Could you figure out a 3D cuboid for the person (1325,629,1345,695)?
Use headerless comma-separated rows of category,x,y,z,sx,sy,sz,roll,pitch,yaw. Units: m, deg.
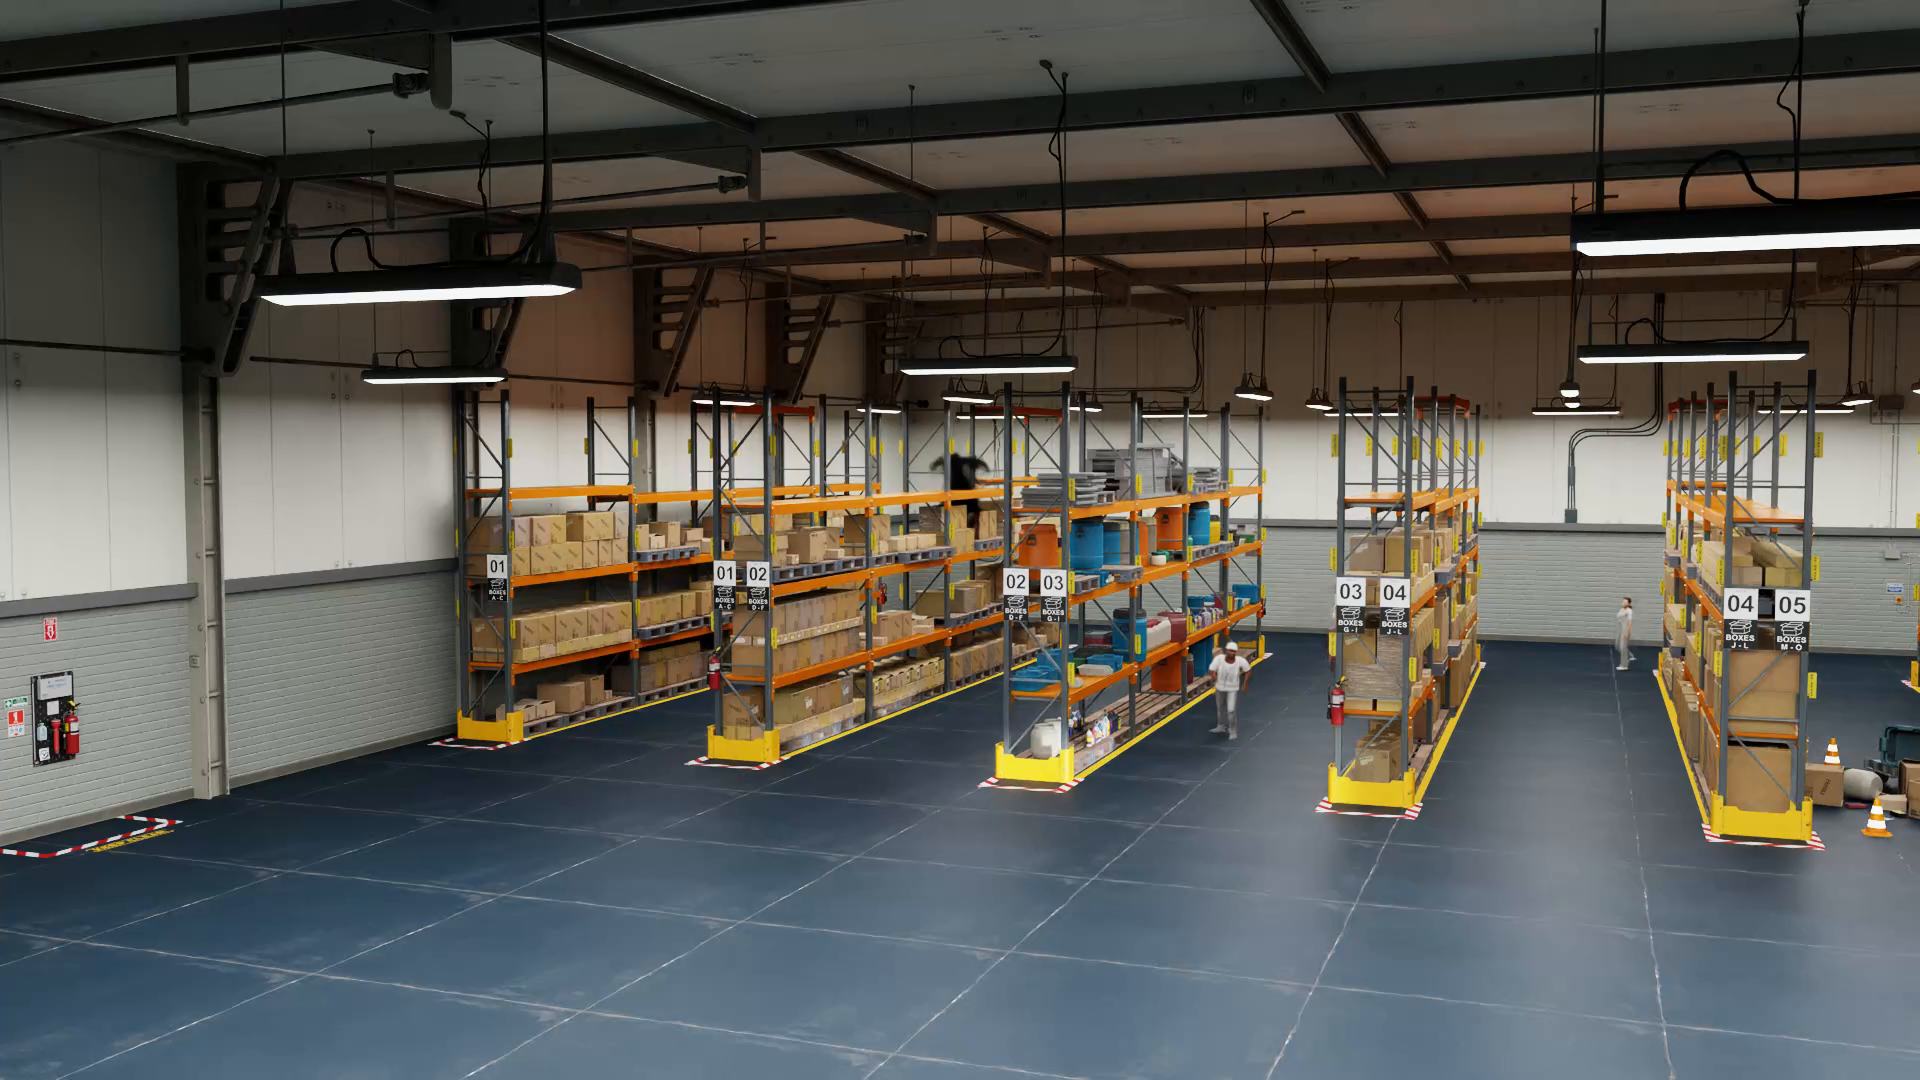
person,7.469,2.378,32.483,0.690,1.710,0.792,1,3,12

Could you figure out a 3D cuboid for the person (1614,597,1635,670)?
person,15.065,2.098,37.624,0.604,1.657,0.657,-1,3,-11

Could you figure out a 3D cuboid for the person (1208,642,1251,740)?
person,4.623,2.592,28.833,0.738,1.693,0.844,2,4,28
